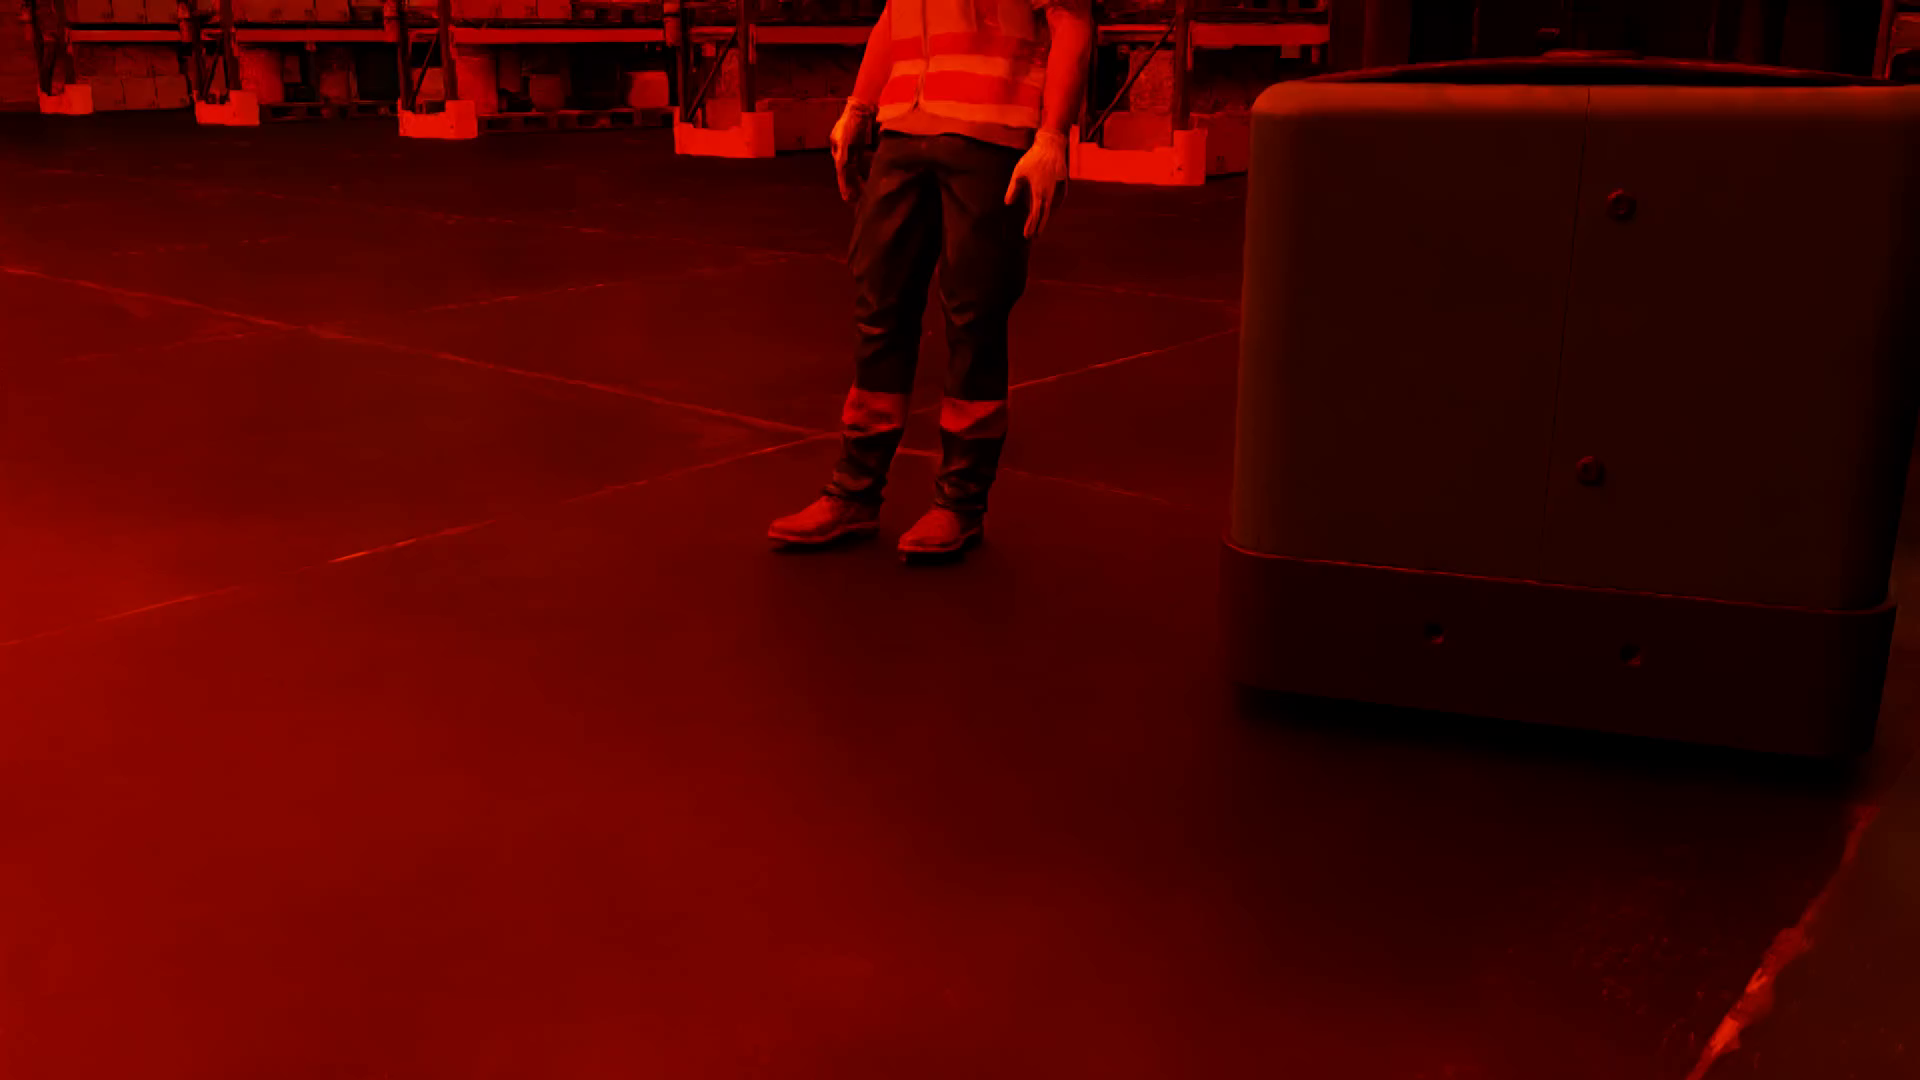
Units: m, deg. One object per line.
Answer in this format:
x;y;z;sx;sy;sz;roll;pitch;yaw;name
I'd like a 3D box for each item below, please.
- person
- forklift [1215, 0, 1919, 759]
-0.060;-0.847;3.627;0.637;1.787;0.563;13;21;37;person
1.425;-1.451;3.675;1.130;2.935;3.031;6;18;19;forklift
